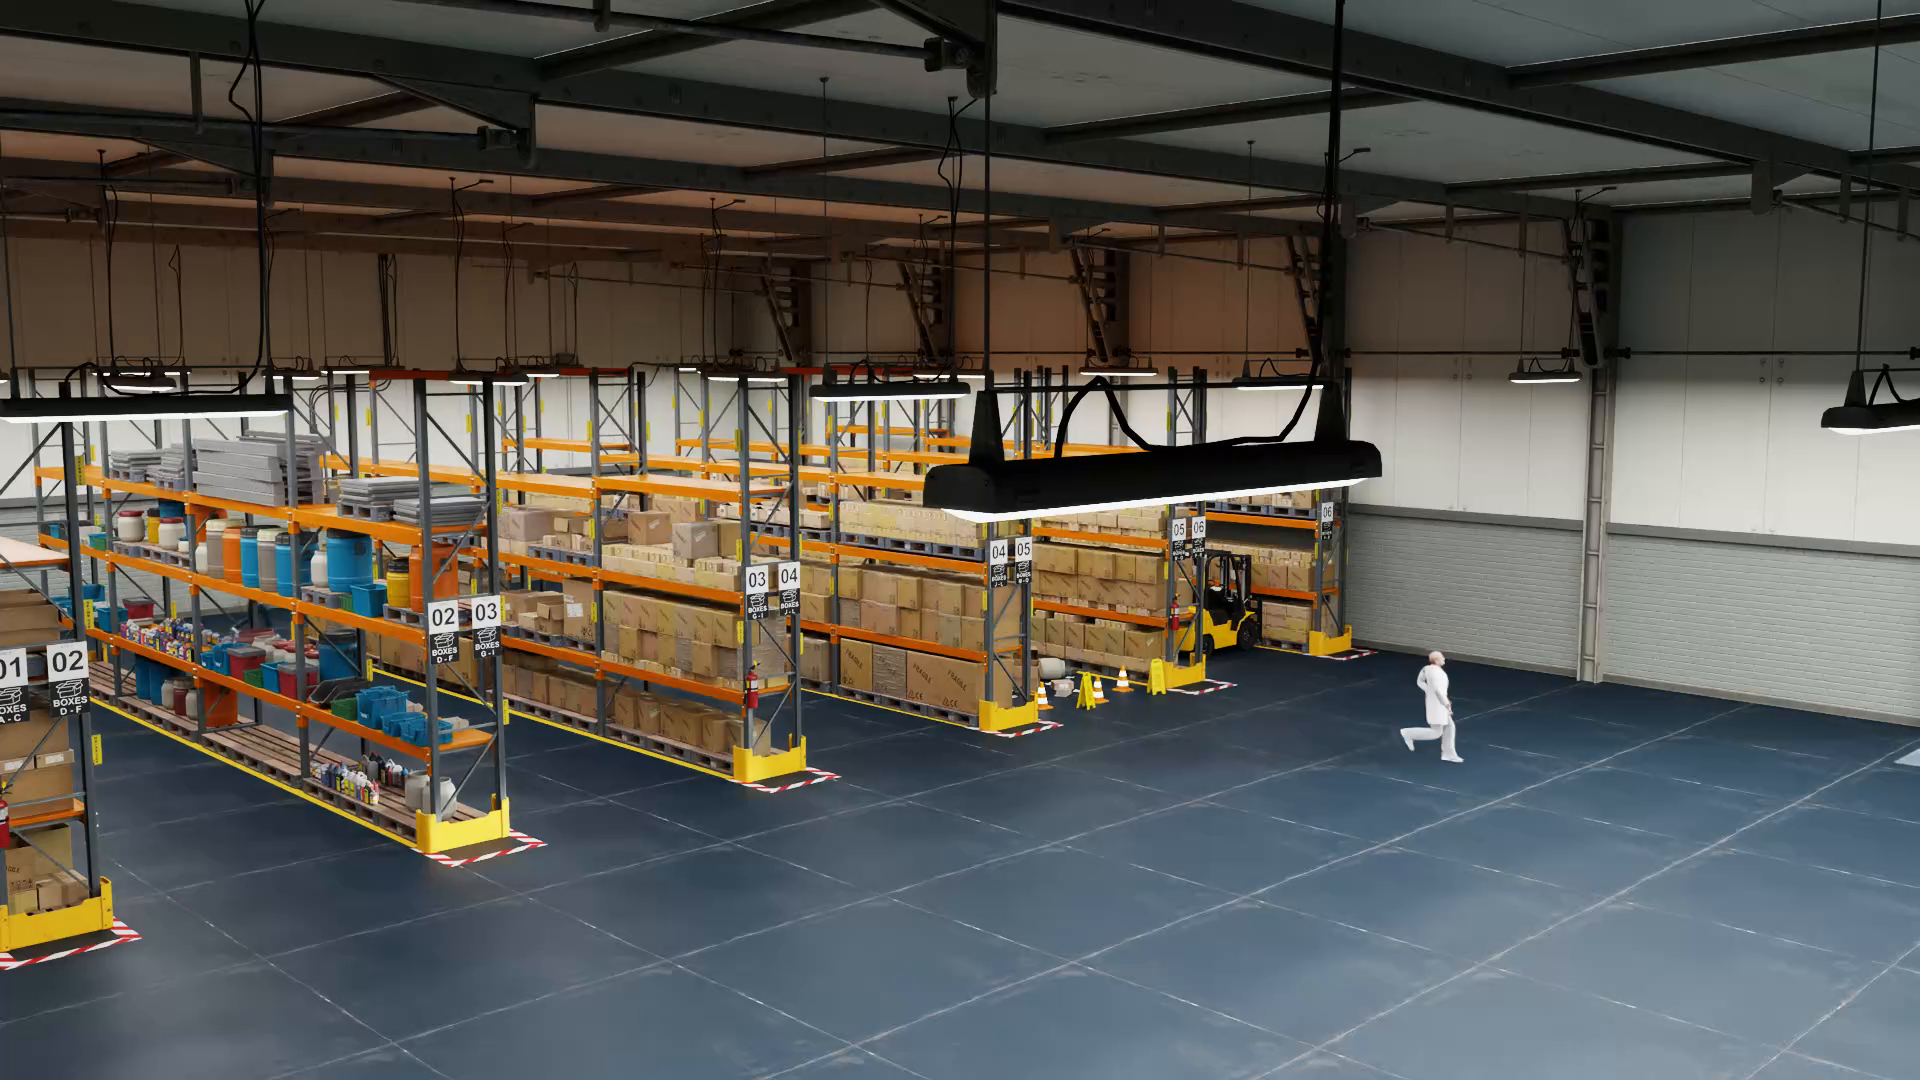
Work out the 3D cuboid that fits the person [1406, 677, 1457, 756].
[{"bbox_3d":[7.299,2.656,25.733,0.808,1.420,0.398,1,6,5],"label":"person"}]
